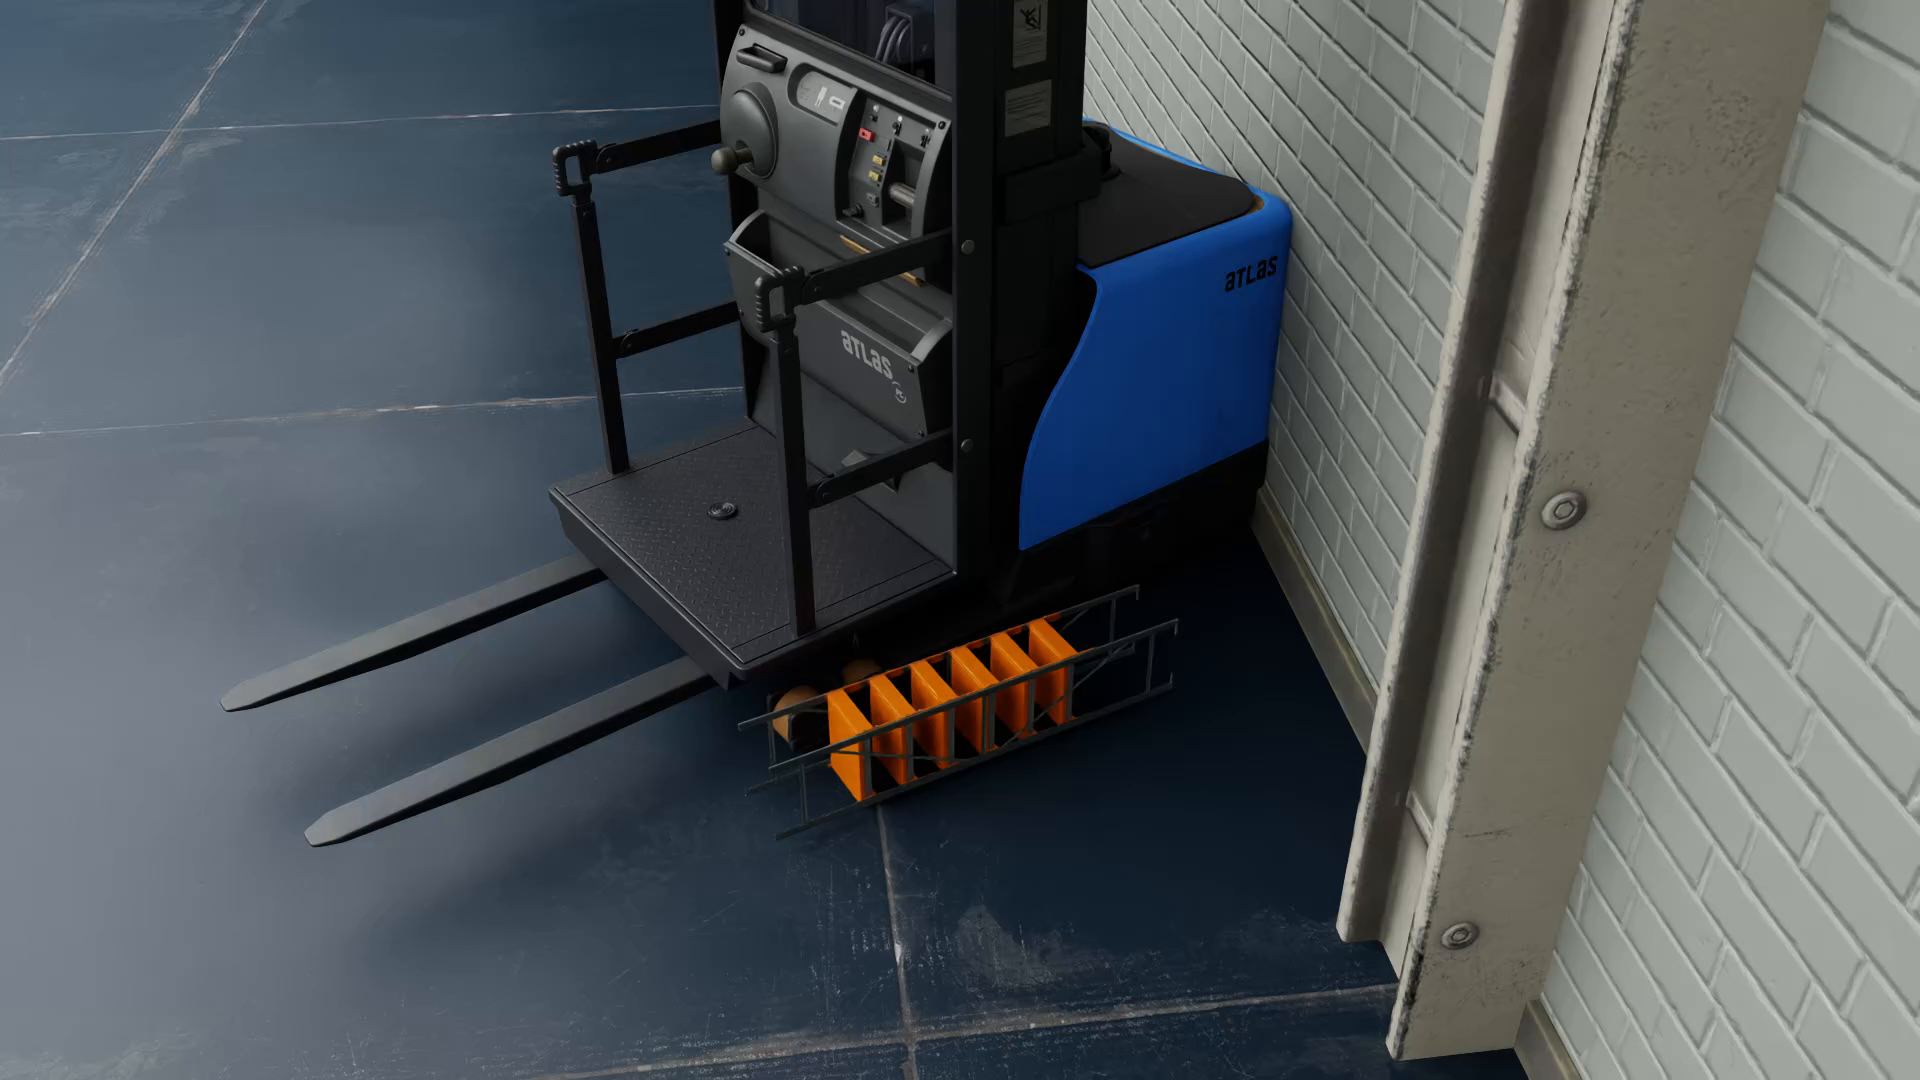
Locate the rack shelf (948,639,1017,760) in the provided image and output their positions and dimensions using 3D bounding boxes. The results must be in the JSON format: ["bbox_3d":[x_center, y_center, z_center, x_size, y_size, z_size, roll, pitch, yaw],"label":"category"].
[{"bbox_3d":[0.058,0.420,4.372,0.103,0.258,0.180,-18,38,-24],"label":"rack shelf"}]

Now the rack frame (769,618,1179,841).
[{"bbox_3d":[0.065,0.477,4.288,1.200,0.240,0.006,-18,38,-24],"label":"rack frame"}]

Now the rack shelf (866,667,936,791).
[{"bbox_3d":[-0.150,0.487,4.274,0.103,0.258,0.180,-18,38,-24],"label":"rack shelf"}]

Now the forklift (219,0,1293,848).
[{"bbox_3d":[-0.498,-0.994,4.105,3.031,2.935,1.130,-24,41,-30],"label":"forklift"}]

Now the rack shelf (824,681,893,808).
[{"bbox_3d":[-0.255,0.520,4.225,0.103,0.258,0.180,-18,38,-24],"label":"rack shelf"}]

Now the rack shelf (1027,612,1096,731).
[{"bbox_3d":[0.267,0.353,4.470,0.103,0.258,0.180,-18,38,-24],"label":"rack shelf"}]

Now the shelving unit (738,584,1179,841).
[{"bbox_3d":[0.020,0.432,4.354,1.200,0.258,0.189,-18,38,-24],"label":"shelving unit"}]

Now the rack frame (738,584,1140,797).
[{"bbox_3d":[-0.026,0.388,4.420,1.200,0.240,0.006,-18,38,-24],"label":"rack frame"}]

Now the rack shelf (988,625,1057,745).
[{"bbox_3d":[0.163,0.387,4.421,0.103,0.258,0.180,-18,38,-24],"label":"rack shelf"}]

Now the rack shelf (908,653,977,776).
[{"bbox_3d":[-0.046,0.454,4.323,0.103,0.258,0.180,-18,38,-24],"label":"rack shelf"}]

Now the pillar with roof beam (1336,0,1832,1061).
[{"bbox_3d":[-3.202,-2.388,0.763,9.100,9.000,0.400,-4,35,-6],"label":"pillar with roof beam"}]
